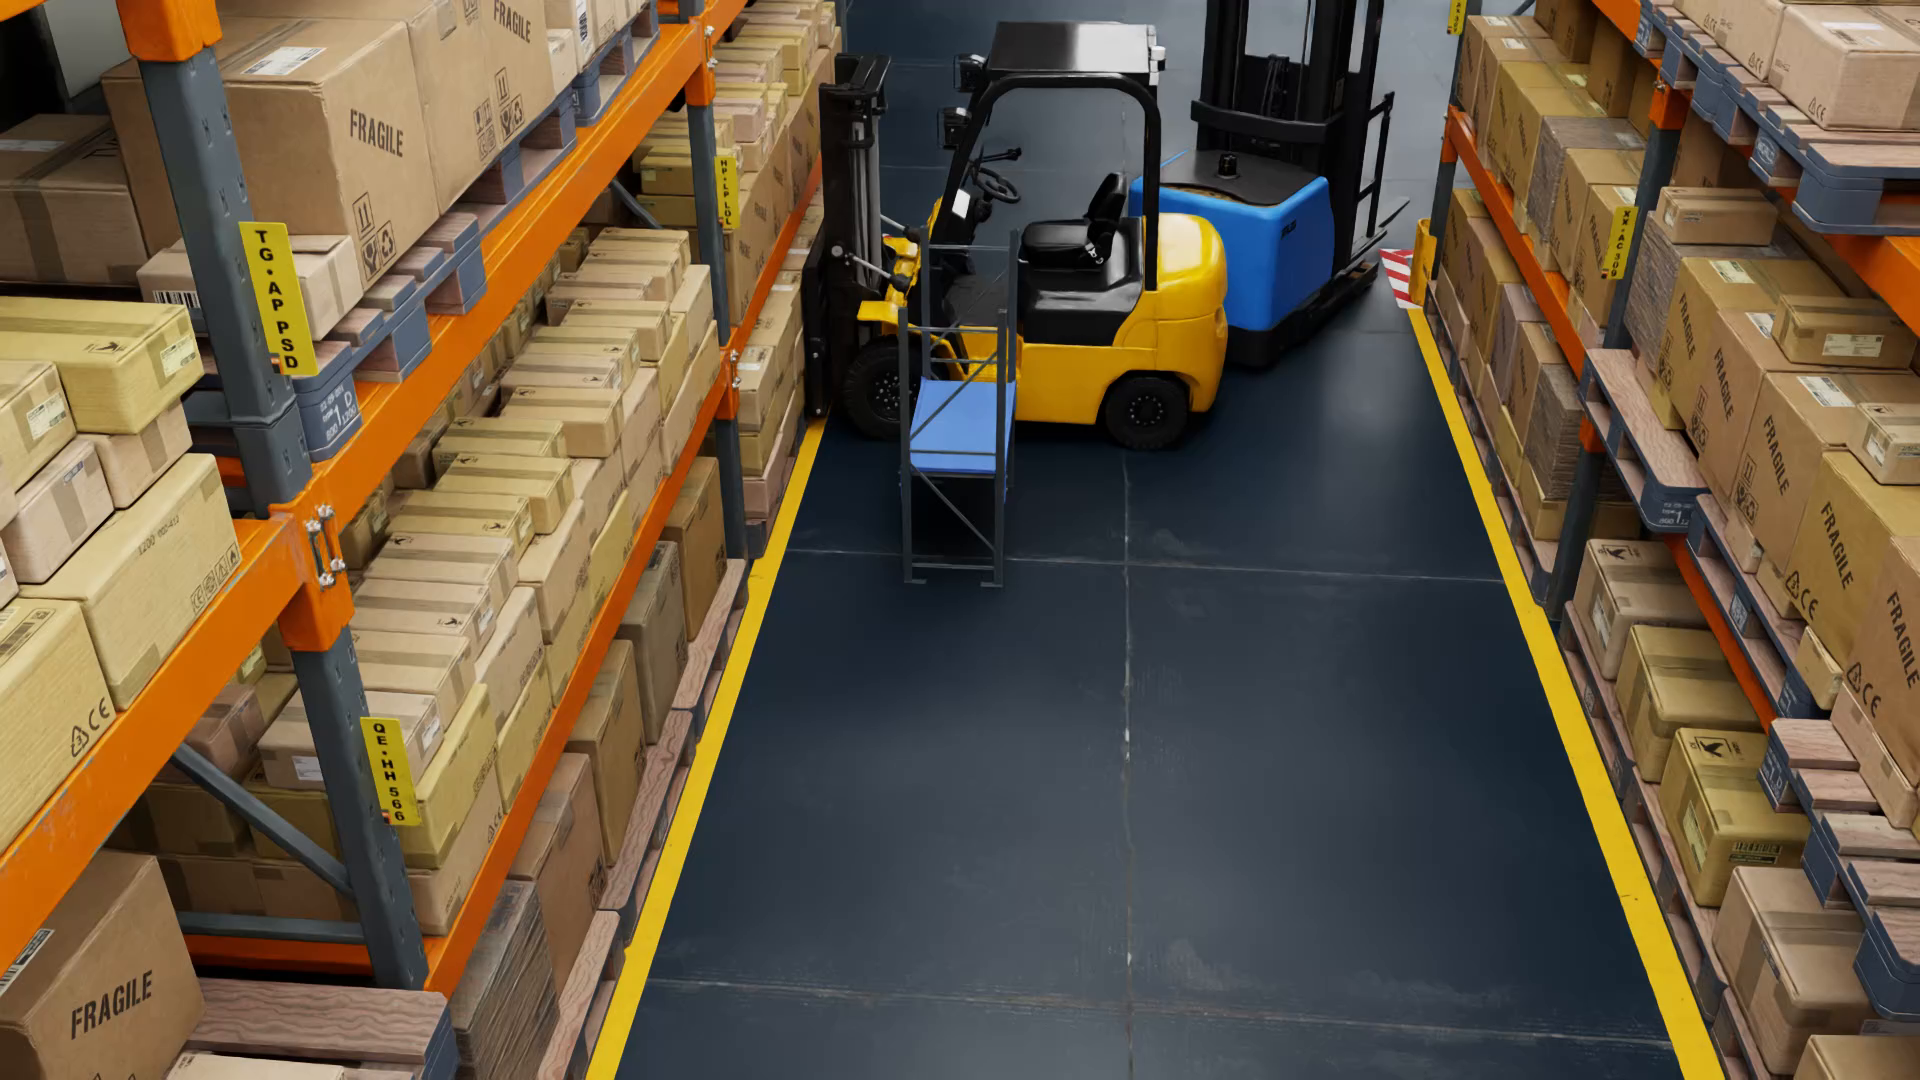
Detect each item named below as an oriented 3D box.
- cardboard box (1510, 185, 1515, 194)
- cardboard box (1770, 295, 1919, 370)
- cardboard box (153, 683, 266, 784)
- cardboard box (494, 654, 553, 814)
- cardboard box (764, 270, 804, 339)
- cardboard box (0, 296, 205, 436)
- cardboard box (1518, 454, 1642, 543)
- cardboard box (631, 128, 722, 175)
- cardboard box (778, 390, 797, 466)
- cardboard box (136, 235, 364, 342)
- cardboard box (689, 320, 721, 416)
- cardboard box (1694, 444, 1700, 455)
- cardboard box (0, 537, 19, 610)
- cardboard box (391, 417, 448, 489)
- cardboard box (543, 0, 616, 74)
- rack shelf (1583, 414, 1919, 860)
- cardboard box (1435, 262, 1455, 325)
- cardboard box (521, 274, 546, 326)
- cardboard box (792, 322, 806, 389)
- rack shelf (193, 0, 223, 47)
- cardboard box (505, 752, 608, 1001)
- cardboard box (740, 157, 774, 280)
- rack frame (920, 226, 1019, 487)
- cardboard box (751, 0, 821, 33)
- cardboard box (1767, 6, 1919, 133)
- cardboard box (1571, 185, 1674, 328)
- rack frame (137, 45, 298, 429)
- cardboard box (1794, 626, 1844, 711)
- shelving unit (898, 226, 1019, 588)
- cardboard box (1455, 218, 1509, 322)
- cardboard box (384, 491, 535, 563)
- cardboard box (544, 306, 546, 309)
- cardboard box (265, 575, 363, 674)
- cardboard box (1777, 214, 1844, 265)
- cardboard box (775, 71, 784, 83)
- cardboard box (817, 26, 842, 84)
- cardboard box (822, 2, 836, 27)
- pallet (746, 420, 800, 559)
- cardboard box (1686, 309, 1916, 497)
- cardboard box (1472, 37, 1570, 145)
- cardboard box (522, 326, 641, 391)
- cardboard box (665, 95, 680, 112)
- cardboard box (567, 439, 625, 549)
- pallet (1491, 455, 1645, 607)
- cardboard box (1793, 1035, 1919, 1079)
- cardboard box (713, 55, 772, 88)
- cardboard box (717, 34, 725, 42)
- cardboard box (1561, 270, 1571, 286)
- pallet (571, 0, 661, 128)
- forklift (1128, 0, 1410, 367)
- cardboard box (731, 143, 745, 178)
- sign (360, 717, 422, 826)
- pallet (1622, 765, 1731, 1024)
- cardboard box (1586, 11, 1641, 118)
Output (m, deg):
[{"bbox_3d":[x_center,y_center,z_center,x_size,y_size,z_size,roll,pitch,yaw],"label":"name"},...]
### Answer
[{"bbox_3d":[3.341,-2.026,9.417,0.380,0.149,0.250,3,32,6],"label":"cardboard box"},{"bbox_3d":[2.997,-0.707,5.640,0.380,0.149,0.250,4,32,7],"label":"cardboard box"},{"bbox_3d":[-2.075,0.498,4.369,0.380,0.149,0.250,3,32,6],"label":"cardboard box"},{"bbox_3d":[-1.574,0.575,5.101,0.500,0.250,0.500,2,32,3],"label":"cardboard box"},{"bbox_3d":[-1.141,-1.297,9.263,0.500,0.250,0.500,3,32,6],"label":"cardboard box"},{"bbox_3d":[-1.633,-0.321,3.033,0.380,0.149,0.250,3,32,6],"label":"cardboard box"},{"bbox_3d":[3.154,-0.215,8.460,0.500,0.250,0.500,4,32,6],"label":"cardboard box"},{"bbox_3d":[-1.338,-1.837,7.874,0.380,0.149,0.250,3,32,5],"label":"cardboard box"},{"bbox_3d":[-1.178,-0.609,9.100,0.500,0.250,0.500,2,32,3],"label":"cardboard box"},{"bbox_3d":[-1.568,-0.573,3.688,0.380,0.166,0.250,2,32,4],"label":"cardboard box"},{"bbox_3d":[-1.354,-0.757,7.263,0.500,0.250,0.500,3,32,5],"label":"cardboard box"},{"bbox_3d":[3.038,-0.401,6.380,0.380,0.149,0.250,4,32,7],"label":"cardboard box"},{"bbox_3d":[-1.776,0.079,2.666,0.380,0.149,0.250,3,32,5],"label":"cardboard box"},{"bbox_3d":[-1.969,-0.305,5.673,0.380,0.149,0.250,3,32,5],"label":"cardboard box"},{"bbox_3d":[-1.452,-1.766,5.487,0.500,0.311,0.500,1,32,2],"label":"cardboard box"},{"bbox_3d":[3.211,0.466,5.820,1.077,0.370,4.000,2,32,4],"label":"rack shelf"},{"bbox_3d":[3.358,-1.576,10.668,0.500,0.250,0.500,2,32,4],"label":"cardboard box"},{"bbox_3d":[-1.911,-0.971,6.754,0.380,0.149,0.250,2,32,4],"label":"cardboard box"},{"bbox_3d":[-1.135,-1.083,9.392,0.500,0.250,0.500,2,32,4],"label":"cardboard box"},{"bbox_3d":[-1.737,-2.128,4.692,1.077,0.370,4.000,2,32,4],"label":"rack shelf"},{"bbox_3d":[-1.790,1.160,5.871,0.875,0.625,0.625,3,32,6],"label":"cardboard box"},{"bbox_3d":[-1.252,-1.632,8.445,0.500,0.500,0.500,3,32,5],"label":"cardboard box"},{"bbox_3d":[0.048,-0.949,8.860,0.500,1.500,0.032,2,32,4],"label":"rack frame"},{"bbox_3d":[-1.051,-3.168,10.035,0.380,0.149,0.250,3,32,5],"label":"cardboard box"},{"bbox_3d":[2.867,-1.460,5.143,0.500,0.250,0.500,2,32,3],"label":"cardboard box"},{"bbox_3d":[3.162,-1.298,7.618,0.500,0.500,0.500,2,32,3],"label":"cardboard box"},{"bbox_3d":[-1.899,-1.558,2.701,1.000,3.000,0.127,2,32,4],"label":"rack frame"},{"bbox_3d":[2.803,0.400,5.082,0.380,0.149,0.250,3,32,5],"label":"cardboard box"},{"bbox_3d":[0.007,-0.683,8.429,0.538,1.500,1.048,2,32,4],"label":"shelving unit"},{"bbox_3d":[3.319,-1.609,10.007,0.500,0.500,0.500,1,32,2],"label":"cardboard box"},{"bbox_3d":[-1.565,-0.022,5.213,0.380,0.149,0.250,3,32,5],"label":"cardboard box"},{"bbox_3d":[-1.871,-0.991,7.165,0.500,0.250,0.500,2,32,3],"label":"cardboard box"},{"bbox_3d":[-2.100,0.332,5.018,0.500,0.250,0.500,3,32,4],"label":"cardboard box"},{"bbox_3d":[3.565,-0.982,6.706,0.500,0.500,0.500,2,32,3],"label":"cardboard box"},{"bbox_3d":[-1.187,-2.515,9.258,0.380,0.149,0.250,2,32,4],"label":"cardboard box"},{"bbox_3d":[-1.026,-2.962,10.601,0.500,0.500,0.500,2,32,3],"label":"cardboard box"},{"bbox_3d":[-0.997,-3.313,10.553,0.380,0.149,0.250,3,32,5],"label":"cardboard box"},{"bbox_3d":[-1.467,-0.323,9.073,1.003,0.211,1.213,2,32,4],"label":"pallet"},{"bbox_3d":[2.956,-0.481,5.892,0.500,0.500,0.500,2,32,4],"label":"cardboard box"},{"bbox_3d":[3.345,-2.640,9.796,0.500,0.500,0.500,3,32,5],"label":"cardboard box"},{"bbox_3d":[-1.429,-0.688,6.293,0.380,0.149,0.250,2,32,3],"label":"cardboard box"},{"bbox_3d":[-1.703,-2.269,8.859,0.380,0.149,0.250,2,32,3],"label":"cardboard box"},{"bbox_3d":[-1.501,-0.178,5.846,0.500,0.250,0.500,3,32,5],"label":"cardboard box"},{"bbox_3d":[3.393,-0.051,8.632,1.003,0.211,1.213,2,32,4],"label":"pallet"},{"bbox_3d":[3.104,1.851,4.992,0.950,0.372,0.625,0,32,1],"label":"cardboard box"},{"bbox_3d":[-1.224,-2.503,8.956,0.380,0.149,0.250,3,32,4],"label":"cardboard box"},{"bbox_3d":[-1.582,-2.925,9.640,0.380,0.149,0.250,3,32,6],"label":"cardboard box"},{"bbox_3d":[3.243,-1.353,8.326,0.380,0.149,0.250,2,32,3],"label":"cardboard box"},{"bbox_3d":[-1.633,-1.830,6.183,0.805,0.209,1.217,1,32,2],"label":"pallet"},{"bbox_3d":[2.268,-3.059,10.920,1.130,2.935,3.031,19,36,28],"label":"forklift"},{"bbox_3d":[-1.273,-1.843,8.168,0.380,0.149,0.250,2,32,4],"label":"cardboard box"},{"bbox_3d":[-1.358,0.555,3.963,0.100,0.325,0.005,2,32,4],"label":"sign"},{"bbox_3d":[3.215,1.348,6.361,1.003,0.211,1.213,2,32,4],"label":"pallet"},{"bbox_3d":[3.709,-2.506,8.625,0.700,0.500,0.500,2,32,4],"label":"cardboard box"}]
